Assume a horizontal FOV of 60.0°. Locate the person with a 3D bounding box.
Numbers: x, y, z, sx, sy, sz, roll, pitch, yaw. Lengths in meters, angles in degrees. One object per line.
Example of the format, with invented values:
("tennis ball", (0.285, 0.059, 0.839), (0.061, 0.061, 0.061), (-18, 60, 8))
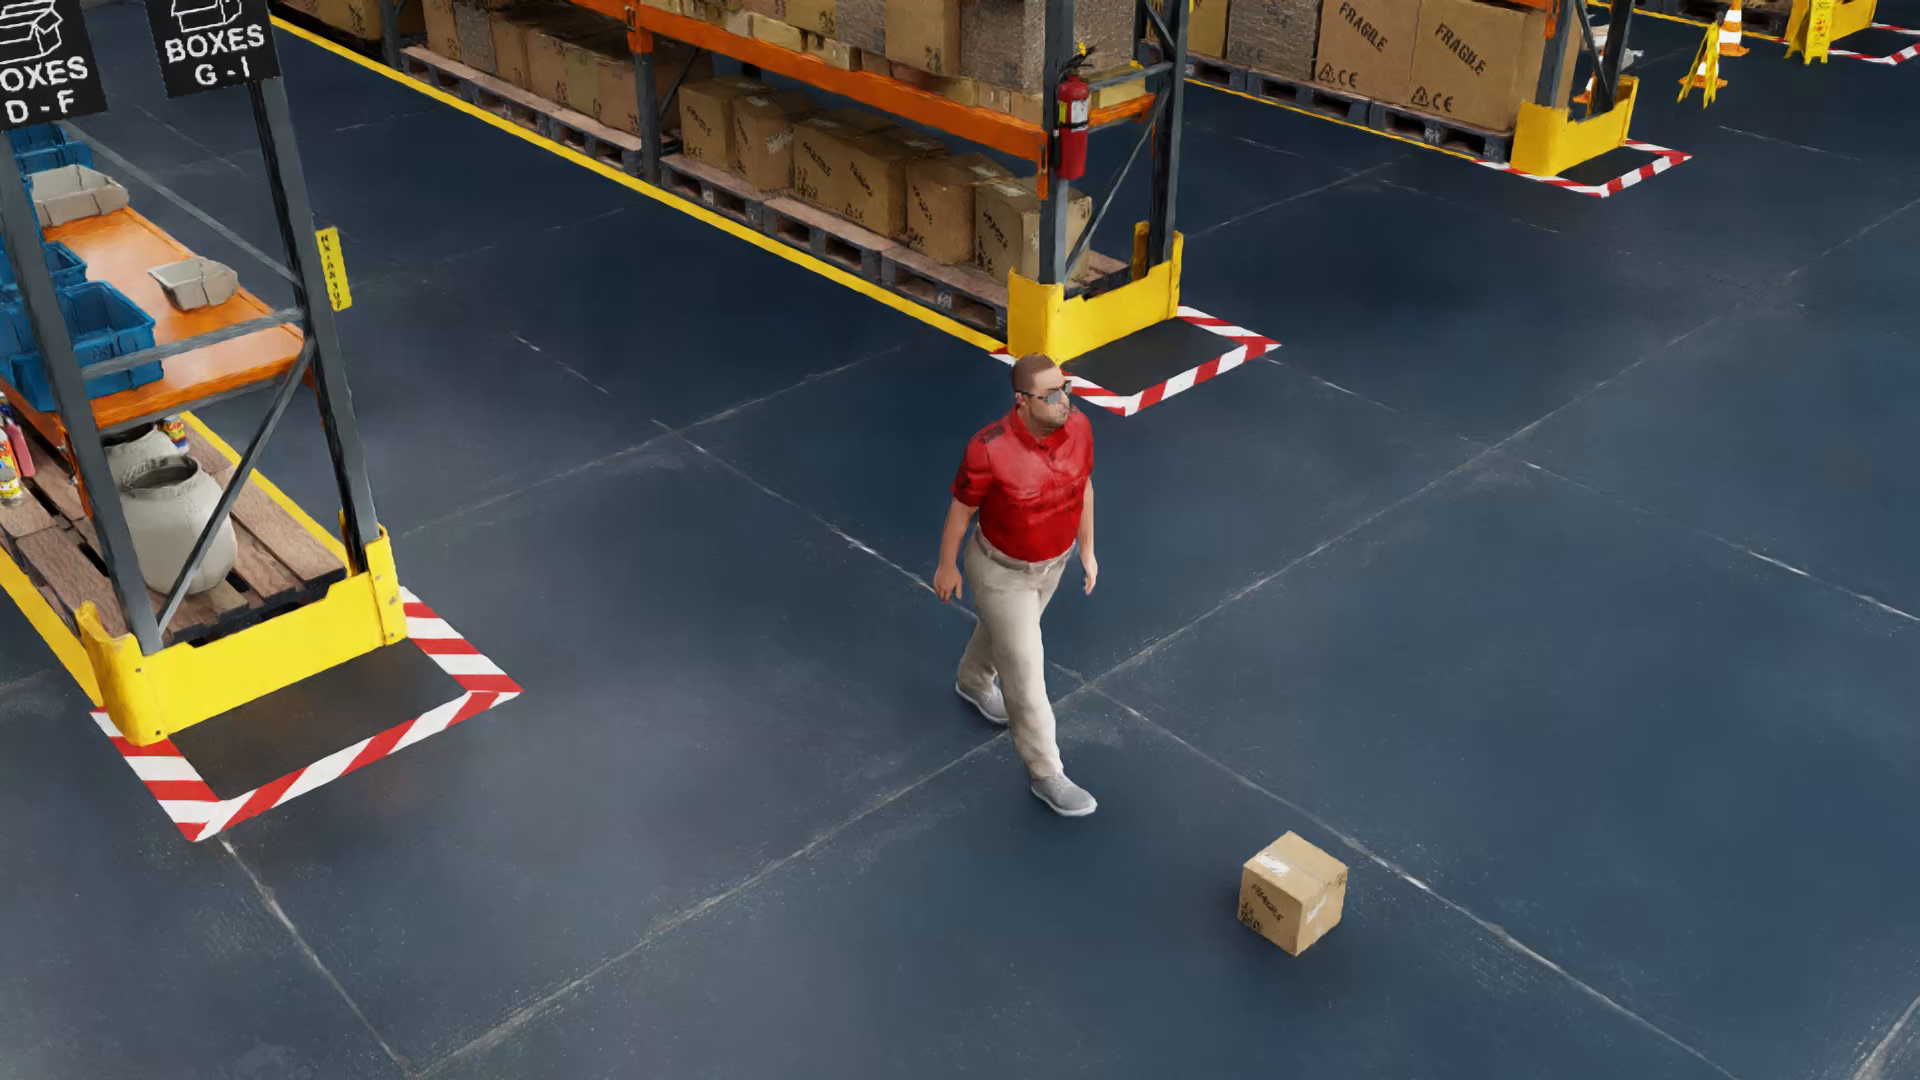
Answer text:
("person", (0.281, 0.097, 5.998), (0.558, 1.675, 0.957), (-25, 40, -35))
